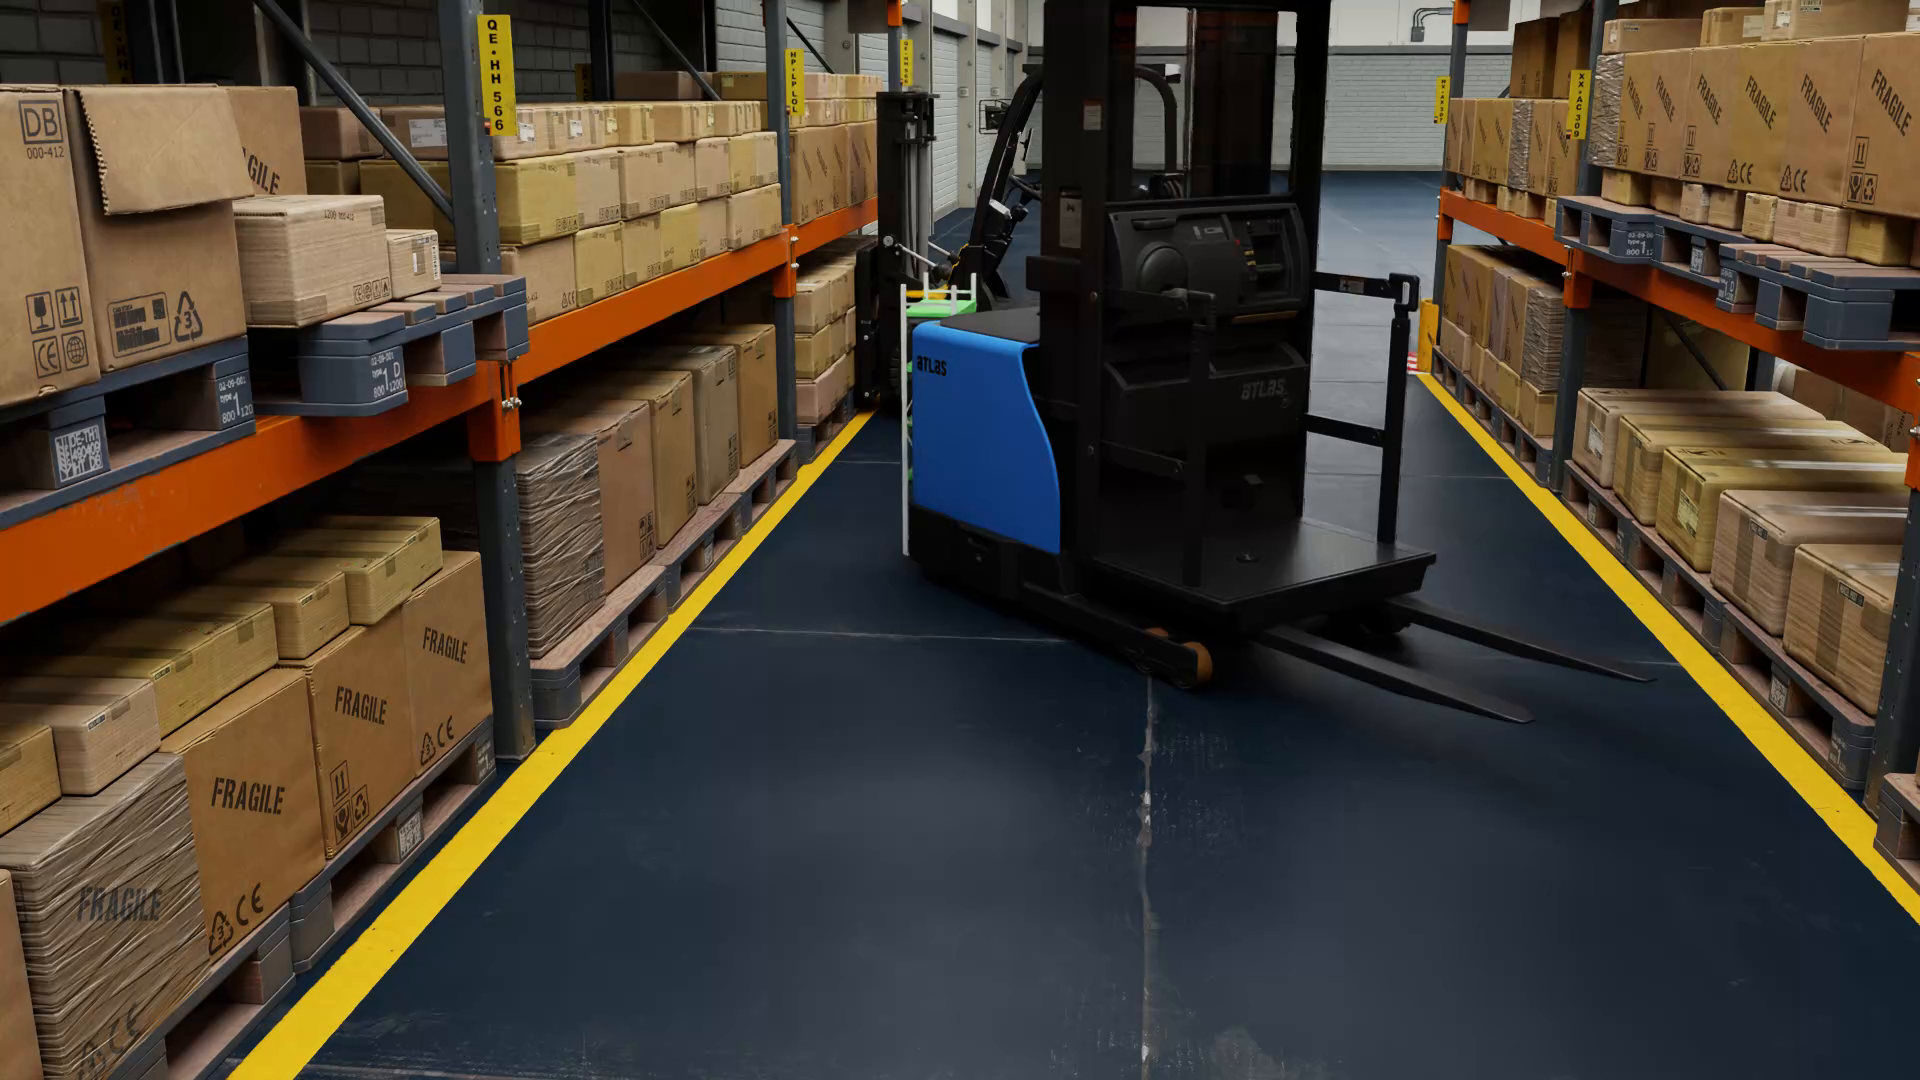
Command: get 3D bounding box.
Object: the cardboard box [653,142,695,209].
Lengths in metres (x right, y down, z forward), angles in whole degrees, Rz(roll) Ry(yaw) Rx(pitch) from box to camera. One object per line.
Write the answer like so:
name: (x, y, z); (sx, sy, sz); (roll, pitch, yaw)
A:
cardboard box: (-1.376, -1.466, 6.665); (0.500, 0.250, 0.500); (2, 15, 7)

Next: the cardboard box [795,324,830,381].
cardboard box: (-1.024, -1.061, 9.345); (0.500, 0.250, 0.500); (2, 15, 6)

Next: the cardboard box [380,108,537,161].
cardboard box: (-1.508, -1.226, 5.015); (0.380, 0.149, 0.250); (2, 15, 8)

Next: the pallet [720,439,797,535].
pallet: (-1.429, -0.290, 8.329); (1.003, 0.211, 1.213); (2, 15, 6)

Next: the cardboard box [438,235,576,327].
cardboard box: (-1.544, -0.826, 5.257); (0.500, 0.250, 0.500); (2, 15, 6)

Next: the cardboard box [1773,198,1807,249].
cardboard box: (2.878, -1.022, 5.372); (0.380, 0.149, 0.250); (1, 15, 4)

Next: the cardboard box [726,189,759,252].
cardboard box: (-1.233, -1.487, 7.700); (0.500, 0.250, 0.500); (2, 15, 6)

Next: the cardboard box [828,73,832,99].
cardboard box: (-0.961, -2.676, 9.806); (0.380, 0.149, 0.250); (1, 15, 5)

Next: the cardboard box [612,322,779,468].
cardboard box: (-1.433, -0.749, 8.429); (0.875, 0.625, 0.625); (2, 15, 9)

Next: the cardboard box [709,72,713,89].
cardboard box: (-1.563, -2.558, 9.370); (0.380, 0.149, 0.250); (2, 15, 6)

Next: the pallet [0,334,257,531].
pallet: (-2.051, -0.193, 2.998); (1.003, 0.211, 1.213); (2, 15, 6)

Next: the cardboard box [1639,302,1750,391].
cardboard box: (3.882, -1.065, 8.881); (0.500, 0.500, 0.500); (2, 15, 9)

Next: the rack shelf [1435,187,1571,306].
rack shelf: (3.773, -1.854, 10.151); (1.077, 0.370, 4.000); (2, 15, 6)

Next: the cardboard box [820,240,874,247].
cardboard box: (-0.728, -1.962, 11.720); (0.500, 0.250, 0.500); (2, 15, 7)

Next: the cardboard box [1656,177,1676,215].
cardboard box: (3.107, -1.424, 6.860); (0.380, 0.149, 0.250); (2, 15, 7)

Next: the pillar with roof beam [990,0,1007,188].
pillar with roof beam: (5.078, -11.705, 33.711); (9.100, 9.000, 0.400); (2, 15, 6)

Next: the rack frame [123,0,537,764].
rack frame: (-1.836, -0.790, 4.839); (1.000, 3.000, 0.127); (2, 15, 6)

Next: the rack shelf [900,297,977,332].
rack shelf: (-0.090, -0.972, 7.364); (0.258, 0.148, 0.480); (3, 15, 10)

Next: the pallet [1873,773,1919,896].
pallet: (2.932, 0.903, 3.918); (1.003, 0.211, 1.213); (2, 15, 6)

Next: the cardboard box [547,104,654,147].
cardboard box: (-1.373, -1.561, 6.254); (0.380, 0.149, 0.250); (2, 15, 7)

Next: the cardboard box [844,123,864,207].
cardboard box: (-0.899, -2.380, 10.527); (0.500, 0.500, 0.500); (2, 15, 7)

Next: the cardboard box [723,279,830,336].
cardboard box: (-1.019, -1.302, 9.279); (0.500, 0.250, 0.500); (1, 15, 5)

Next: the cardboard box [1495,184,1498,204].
cardboard box: (3.589, -2.182, 10.465); (0.380, 0.149, 0.250); (2, 15, 8)

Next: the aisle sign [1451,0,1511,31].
aisle sign: (3.698, -4.000, 11.729); (0.394, 0.787, 0.004); (2, 15, 6)

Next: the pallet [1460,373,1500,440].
pallet: (3.723, -0.829, 10.324); (1.003, 0.211, 1.213); (2, 15, 6)

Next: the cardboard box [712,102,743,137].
cardboard box: (-1.192, -1.893, 7.481); (0.380, 0.149, 0.250); (1, 15, 5)

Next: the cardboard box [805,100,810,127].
cardboard box: (-1.058, -2.400, 9.356); (0.380, 0.149, 0.250); (2, 15, 6)

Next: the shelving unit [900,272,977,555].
shelving unit: (-0.090, -0.570, 7.473); (0.258, 1.200, 0.503); (3, 15, 10)

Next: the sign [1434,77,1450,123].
sign: (3.460, -3.154, 11.921); (0.100, 0.325, 0.005); (2, 15, 6)

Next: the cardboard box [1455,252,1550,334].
cardboard box: (3.576, -1.615, 10.913); (0.500, 0.500, 0.500); (1, 15, 4)

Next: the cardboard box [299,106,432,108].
cardboard box: (-1.992, -1.379, 5.580); (0.380, 0.149, 0.250); (2, 15, 6)

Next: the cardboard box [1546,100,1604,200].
cardboard box: (3.350, -1.997, 8.540); (0.500, 0.500, 0.500); (1, 15, 5)

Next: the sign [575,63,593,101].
sign: (-1.937, -2.300, 8.611); (0.100, 0.325, 0.005); (2, 15, 6)

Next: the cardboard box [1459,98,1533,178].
cardboard box: (3.614, -2.663, 11.002); (0.500, 0.500, 0.500); (2, 15, 8)

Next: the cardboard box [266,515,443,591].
cardboard box: (-1.640, 0.036, 4.524); (0.380, 0.149, 0.250); (1, 15, 4)

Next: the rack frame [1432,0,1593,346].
rack frame: (3.999, -2.720, 11.975); (1.000, 3.000, 0.127); (2, 15, 6)

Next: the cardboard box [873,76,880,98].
cardboard box: (-0.764, -3.138, 11.515); (0.380, 0.149, 0.250); (2, 15, 8)

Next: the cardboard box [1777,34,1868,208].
cardboard box: (2.919, -1.300, 5.158); (0.500, 0.500, 0.500); (1, 15, 5)

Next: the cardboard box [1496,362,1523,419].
cardboard box: (3.397, -0.858, 9.551); (0.500, 0.250, 0.500); (1, 15, 5)

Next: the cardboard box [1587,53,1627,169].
cardboard box: (3.209, -1.964, 7.613); (0.500, 0.500, 0.500); (2, 15, 8)

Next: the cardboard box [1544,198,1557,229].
cardboard box: (3.302, -1.719, 8.753); (0.380, 0.149, 0.250); (2, 15, 8)

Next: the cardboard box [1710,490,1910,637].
cardboard box: (3.245, 0.083, 5.839); (0.950, 0.372, 0.625); (1, 15, 5)

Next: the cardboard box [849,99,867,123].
cardboard box: (-0.815, -2.795, 10.818); (0.380, 0.149, 0.250); (2, 15, 7)

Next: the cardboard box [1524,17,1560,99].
cardboard box: (4.093, -3.125, 10.794); (0.700, 0.500, 0.500); (2, 15, 7)

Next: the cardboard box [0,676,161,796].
cardboard box: (-1.818, 0.379, 3.256); (0.380, 0.149, 0.250); (1, 15, 4)

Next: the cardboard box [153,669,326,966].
cardboard box: (-1.794, 0.595, 3.700); (0.500, 0.500, 0.500); (2, 15, 9)

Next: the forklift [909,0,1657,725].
forklift: (1.043, -1.040, 5.894); (1.130, 2.935, 3.031); (-10, 18, -34)

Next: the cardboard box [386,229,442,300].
cardboard box: (-1.529, -0.690, 4.145); (0.380, 0.149, 0.250); (2, 15, 7)
